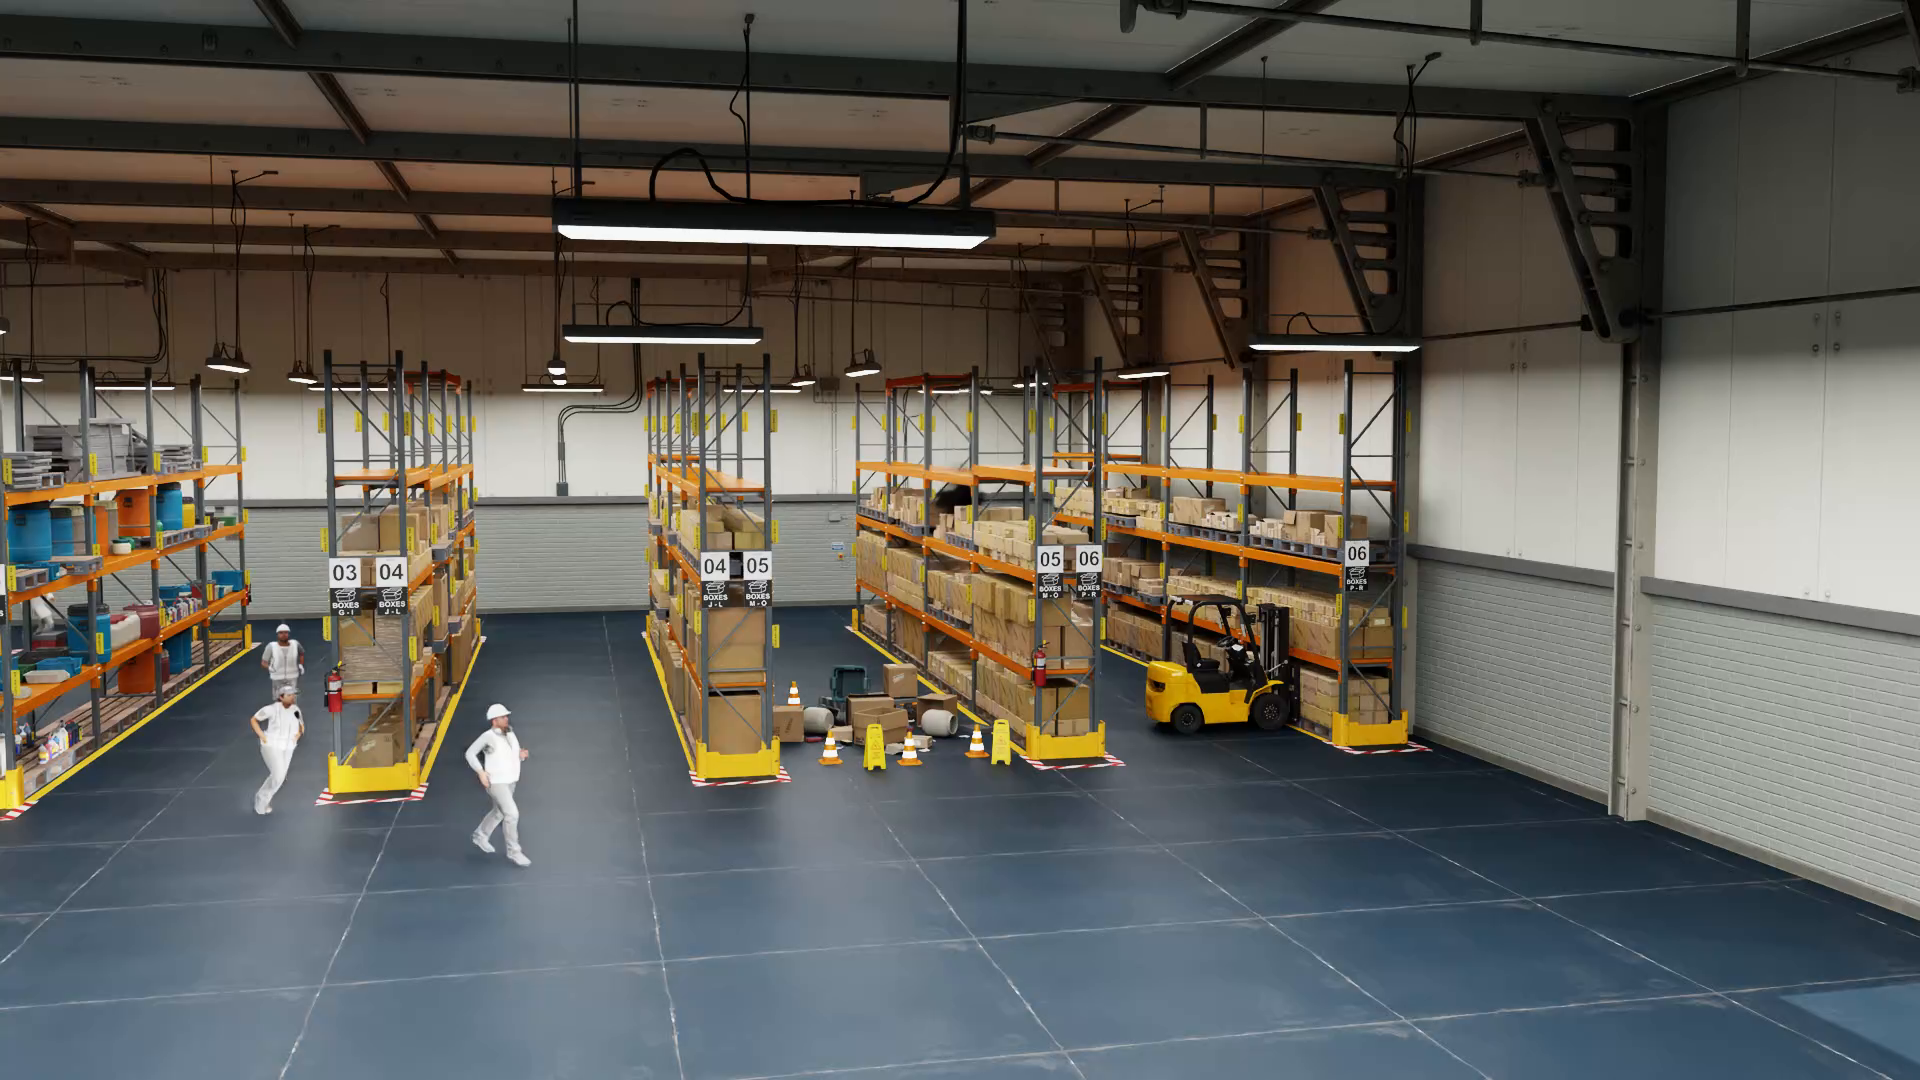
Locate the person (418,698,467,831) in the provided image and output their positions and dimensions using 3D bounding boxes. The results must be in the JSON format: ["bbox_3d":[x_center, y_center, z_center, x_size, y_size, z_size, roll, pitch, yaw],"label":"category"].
[{"bbox_3d":[-6.404,2.768,20.554,0.553,1.629,0.648,2,4,24],"label":"person"}]

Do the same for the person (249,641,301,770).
[{"bbox_3d":[-10.034,2.397,24.403,0.681,1.829,0.773,-2,4,-28],"label":"person"}]

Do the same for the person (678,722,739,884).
[{"bbox_3d":[-2.705,2.878,18.060,0.760,1.811,0.617,1,4,19],"label":"person"}]

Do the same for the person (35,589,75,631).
[{"bbox_3d":[-19.122,1.684,35.174,0.743,1.735,0.556,-2,5,-31],"label":"person"}]
